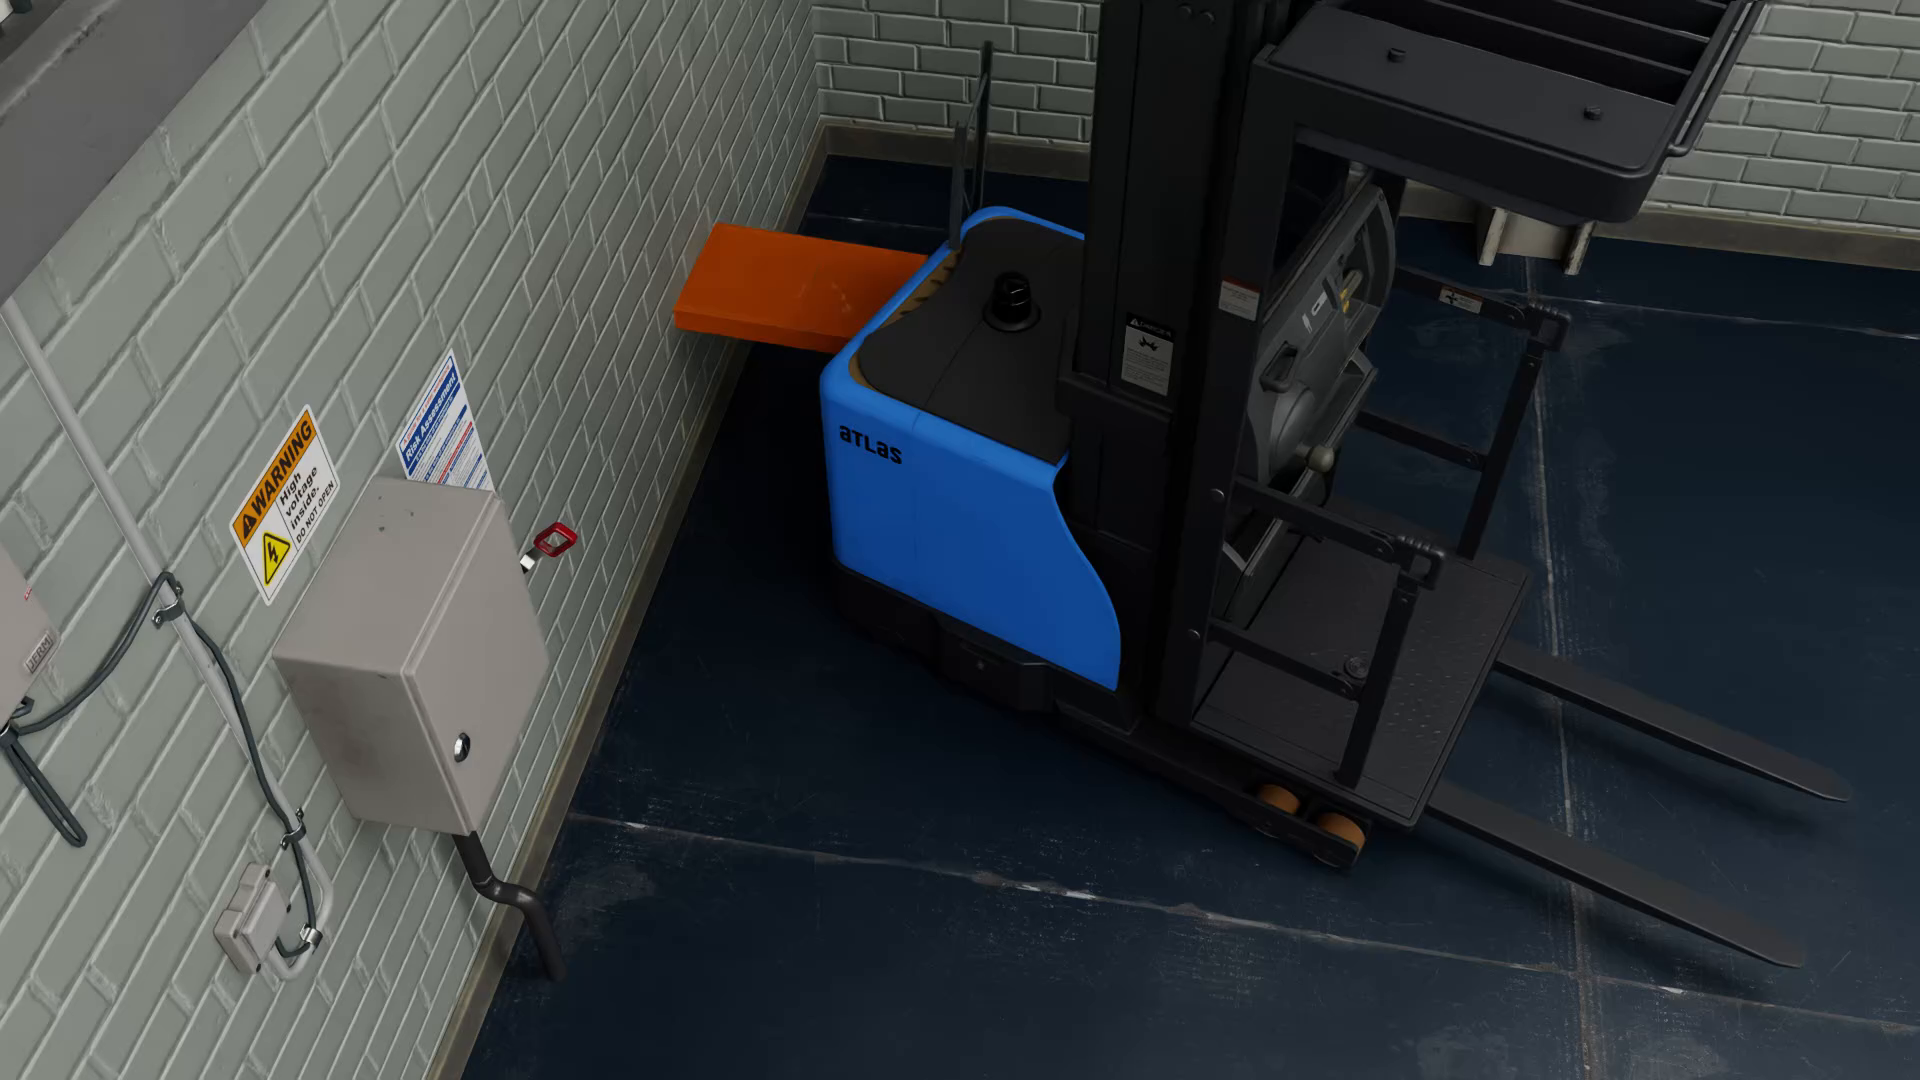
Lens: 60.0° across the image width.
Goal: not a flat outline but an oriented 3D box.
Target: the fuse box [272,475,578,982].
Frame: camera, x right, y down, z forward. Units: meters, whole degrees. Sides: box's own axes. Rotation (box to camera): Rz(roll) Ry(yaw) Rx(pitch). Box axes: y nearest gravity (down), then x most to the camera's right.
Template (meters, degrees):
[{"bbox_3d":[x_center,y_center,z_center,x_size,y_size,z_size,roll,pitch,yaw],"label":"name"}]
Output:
[{"bbox_3d":[-1.096,0.624,4.039,0.414,1.711,0.539,8,49,7],"label":"fuse box"}]

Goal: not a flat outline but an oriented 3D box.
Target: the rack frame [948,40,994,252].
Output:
[{"bbox_3d":[0.005,-0.852,5.507,0.032,1.500,0.500,10,47,5],"label":"rack frame"}]

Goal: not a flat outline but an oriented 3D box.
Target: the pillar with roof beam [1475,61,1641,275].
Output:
[{"bbox_3d":[1.560,-1.064,0.656,0.400,9.000,9.100,8,49,7],"label":"pillar with roof beam"}]

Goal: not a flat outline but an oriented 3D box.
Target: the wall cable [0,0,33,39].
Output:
[{"bbox_3d":[-1.039,-2.708,2.108,0.133,3.039,2.988,8,49,7],"label":"wall cable"}]

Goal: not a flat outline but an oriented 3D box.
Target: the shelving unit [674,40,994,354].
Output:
[{"bbox_3d":[-0.503,-0.939,5.552,1.083,1.500,0.587,10,47,5],"label":"shelving unit"}]

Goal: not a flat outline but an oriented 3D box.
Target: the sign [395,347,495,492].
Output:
[{"bbox_3d":[-1.212,-0.164,3.945,0.001,0.494,0.329,8,49,7],"label":"sign"}]

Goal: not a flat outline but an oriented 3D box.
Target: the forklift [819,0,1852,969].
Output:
[{"bbox_3d":[1.110,-0.478,4.209,3.031,2.935,1.130,24,52,20],"label":"forklift"}]

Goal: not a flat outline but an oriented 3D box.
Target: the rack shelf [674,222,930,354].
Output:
[{"bbox_3d":[-0.504,-0.814,5.682,1.000,0.185,0.538,10,47,5],"label":"rack shelf"}]

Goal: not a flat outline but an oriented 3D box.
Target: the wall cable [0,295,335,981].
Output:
[{"bbox_3d":[-1.373,0.332,2.752,0.122,1.984,0.588,8,49,7],"label":"wall cable"}]

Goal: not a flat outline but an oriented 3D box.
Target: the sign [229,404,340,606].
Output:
[{"bbox_3d":[-1.310,-0.070,3.241,0.001,0.242,0.339,8,49,7],"label":"sign"}]
